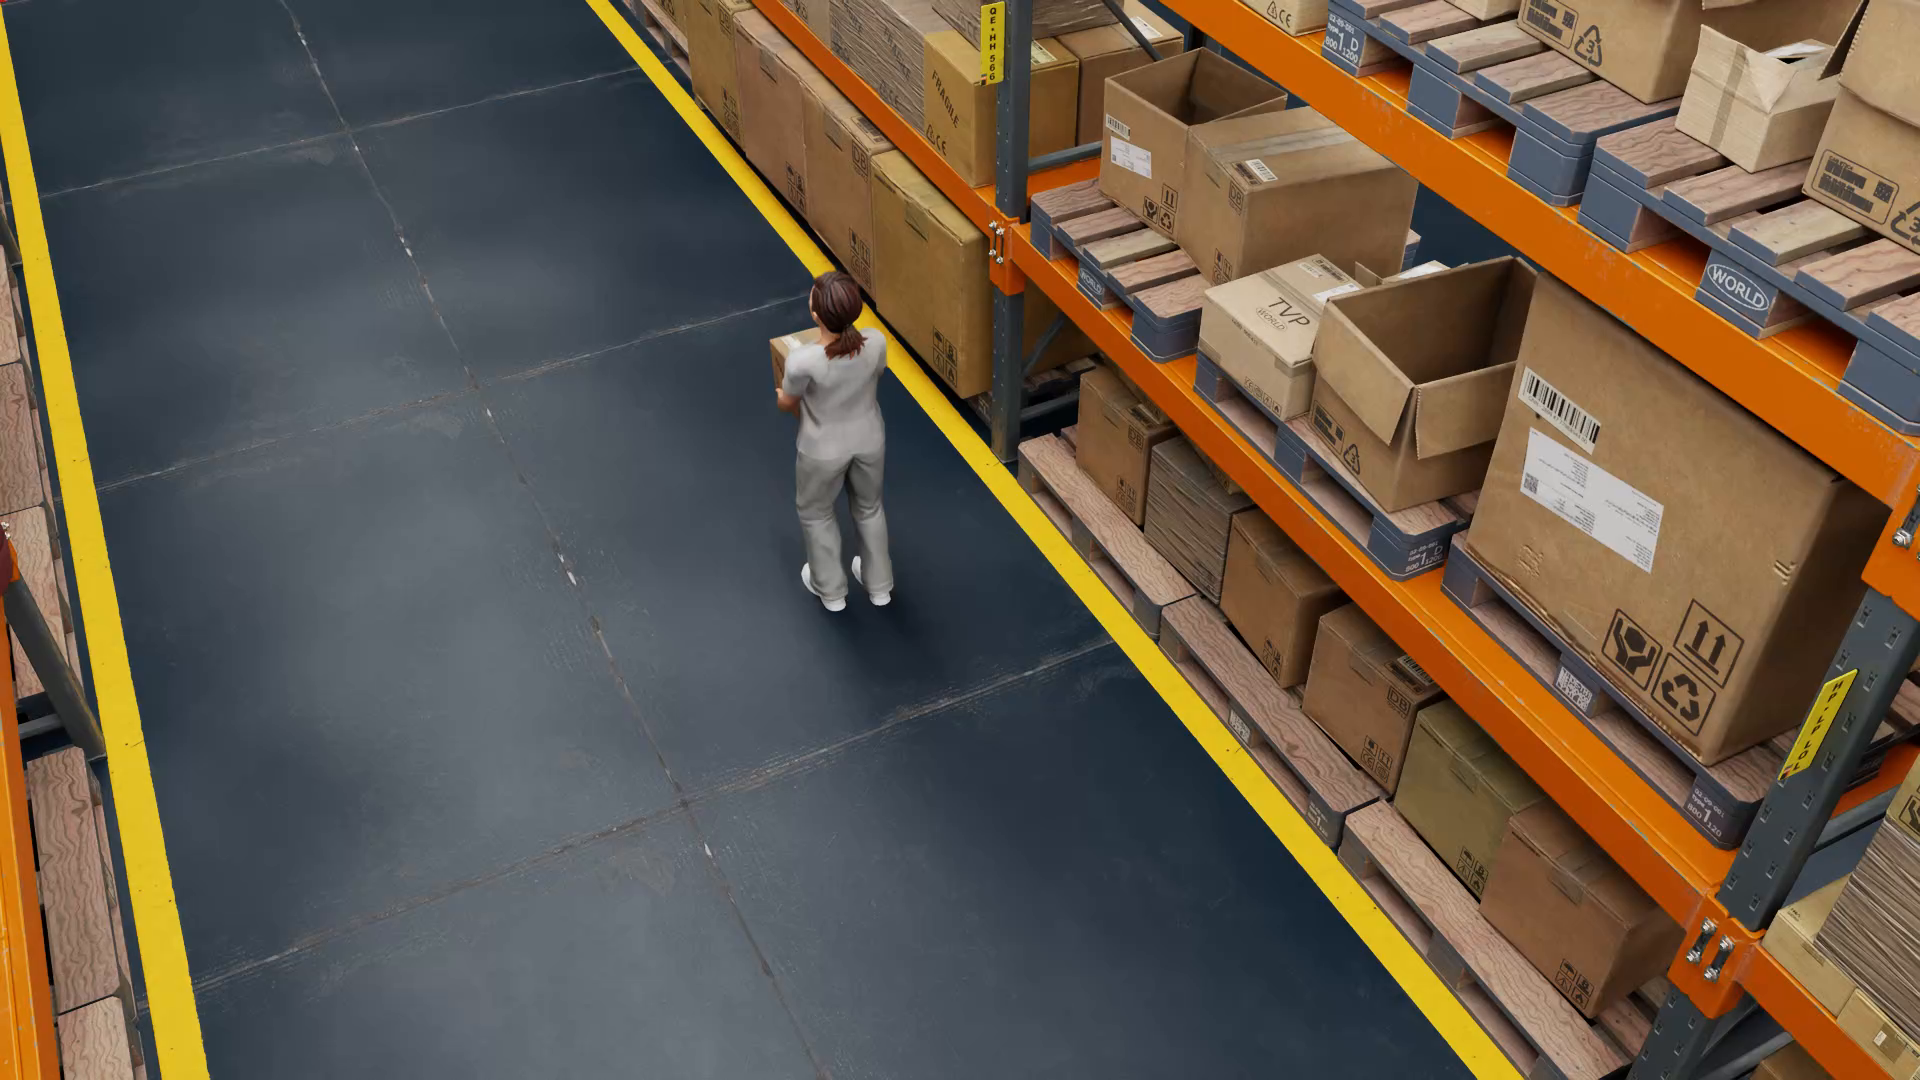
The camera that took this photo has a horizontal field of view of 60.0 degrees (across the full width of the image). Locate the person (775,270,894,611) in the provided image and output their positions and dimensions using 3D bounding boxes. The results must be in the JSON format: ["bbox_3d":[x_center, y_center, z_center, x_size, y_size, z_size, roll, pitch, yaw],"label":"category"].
[{"bbox_3d":[-0.502,-0.411,6.635,0.436,1.662,0.561,-18,45,-19],"label":"person"}]
